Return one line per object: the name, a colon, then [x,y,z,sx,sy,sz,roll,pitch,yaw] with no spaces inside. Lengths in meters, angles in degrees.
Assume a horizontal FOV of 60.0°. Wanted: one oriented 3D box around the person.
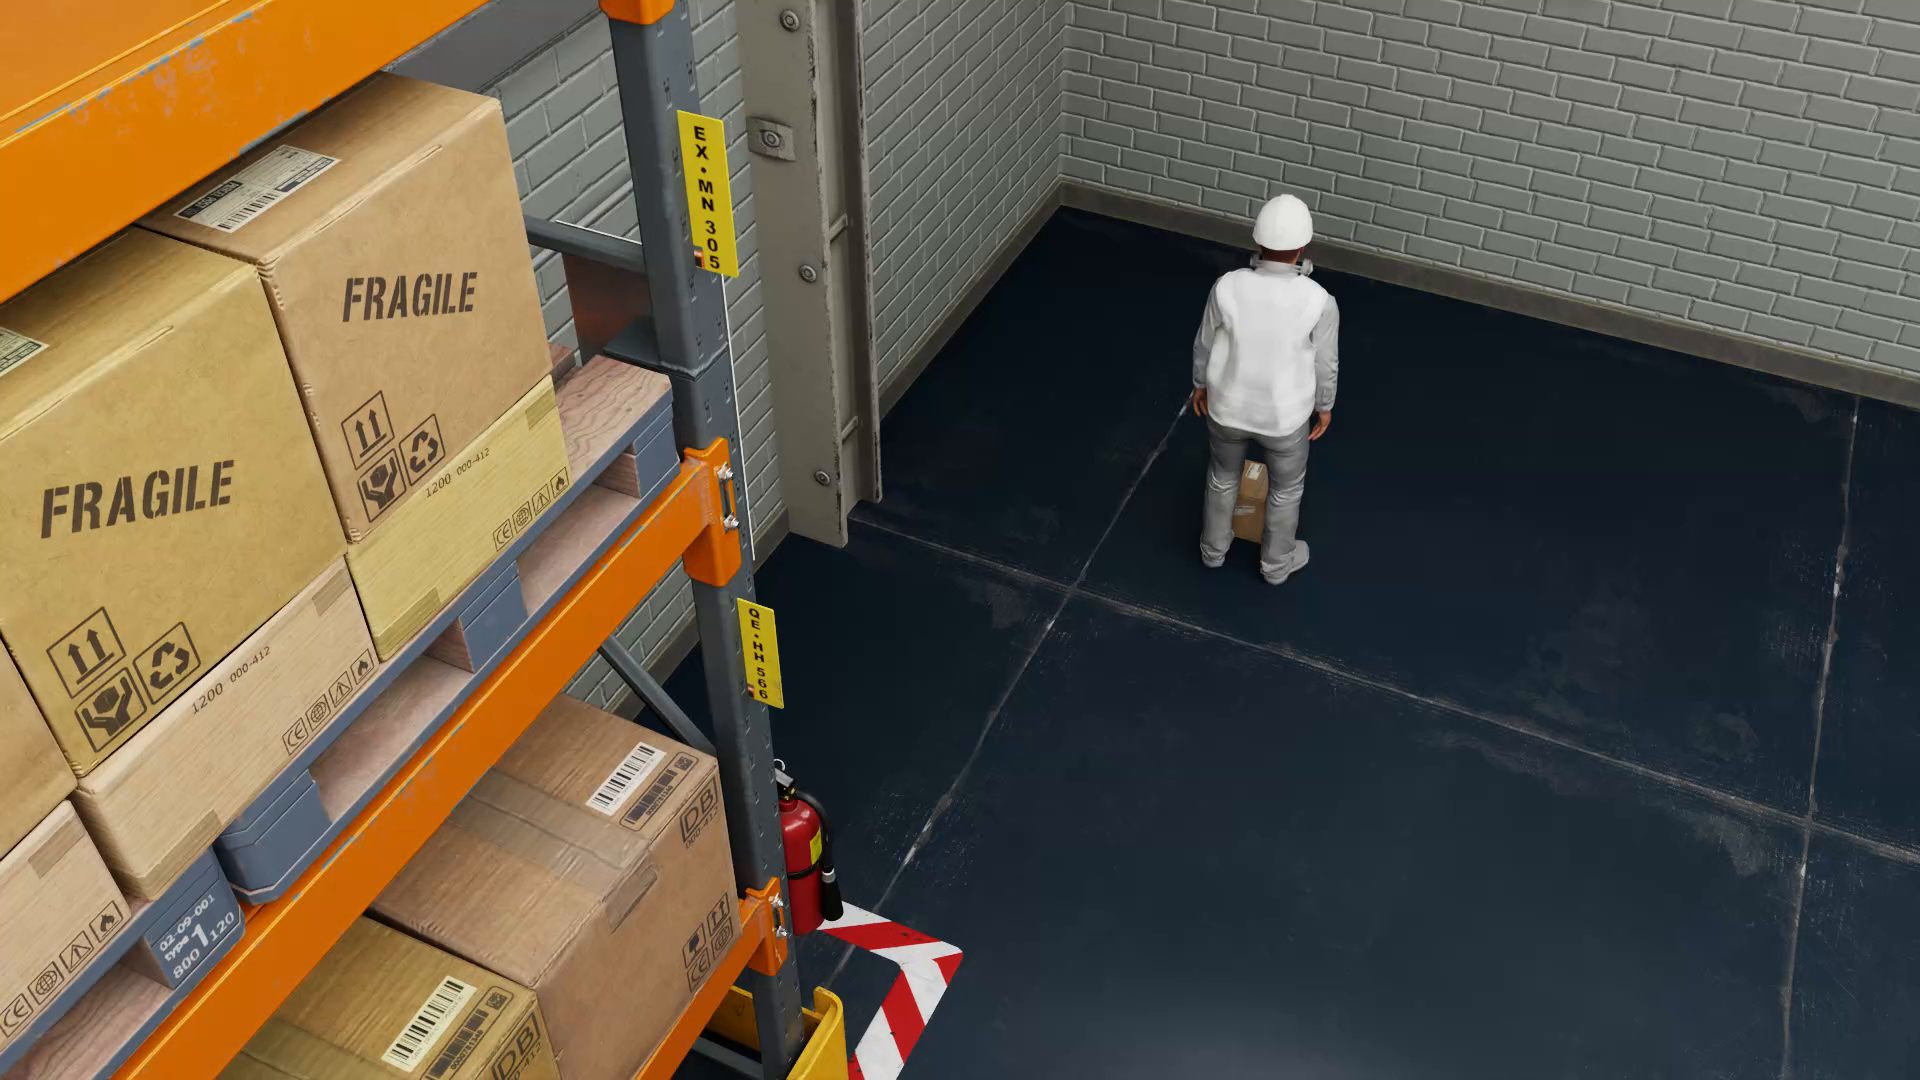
person: [1.231,-0.577,6.787,0.593,1.771,0.464,15,44,16]
